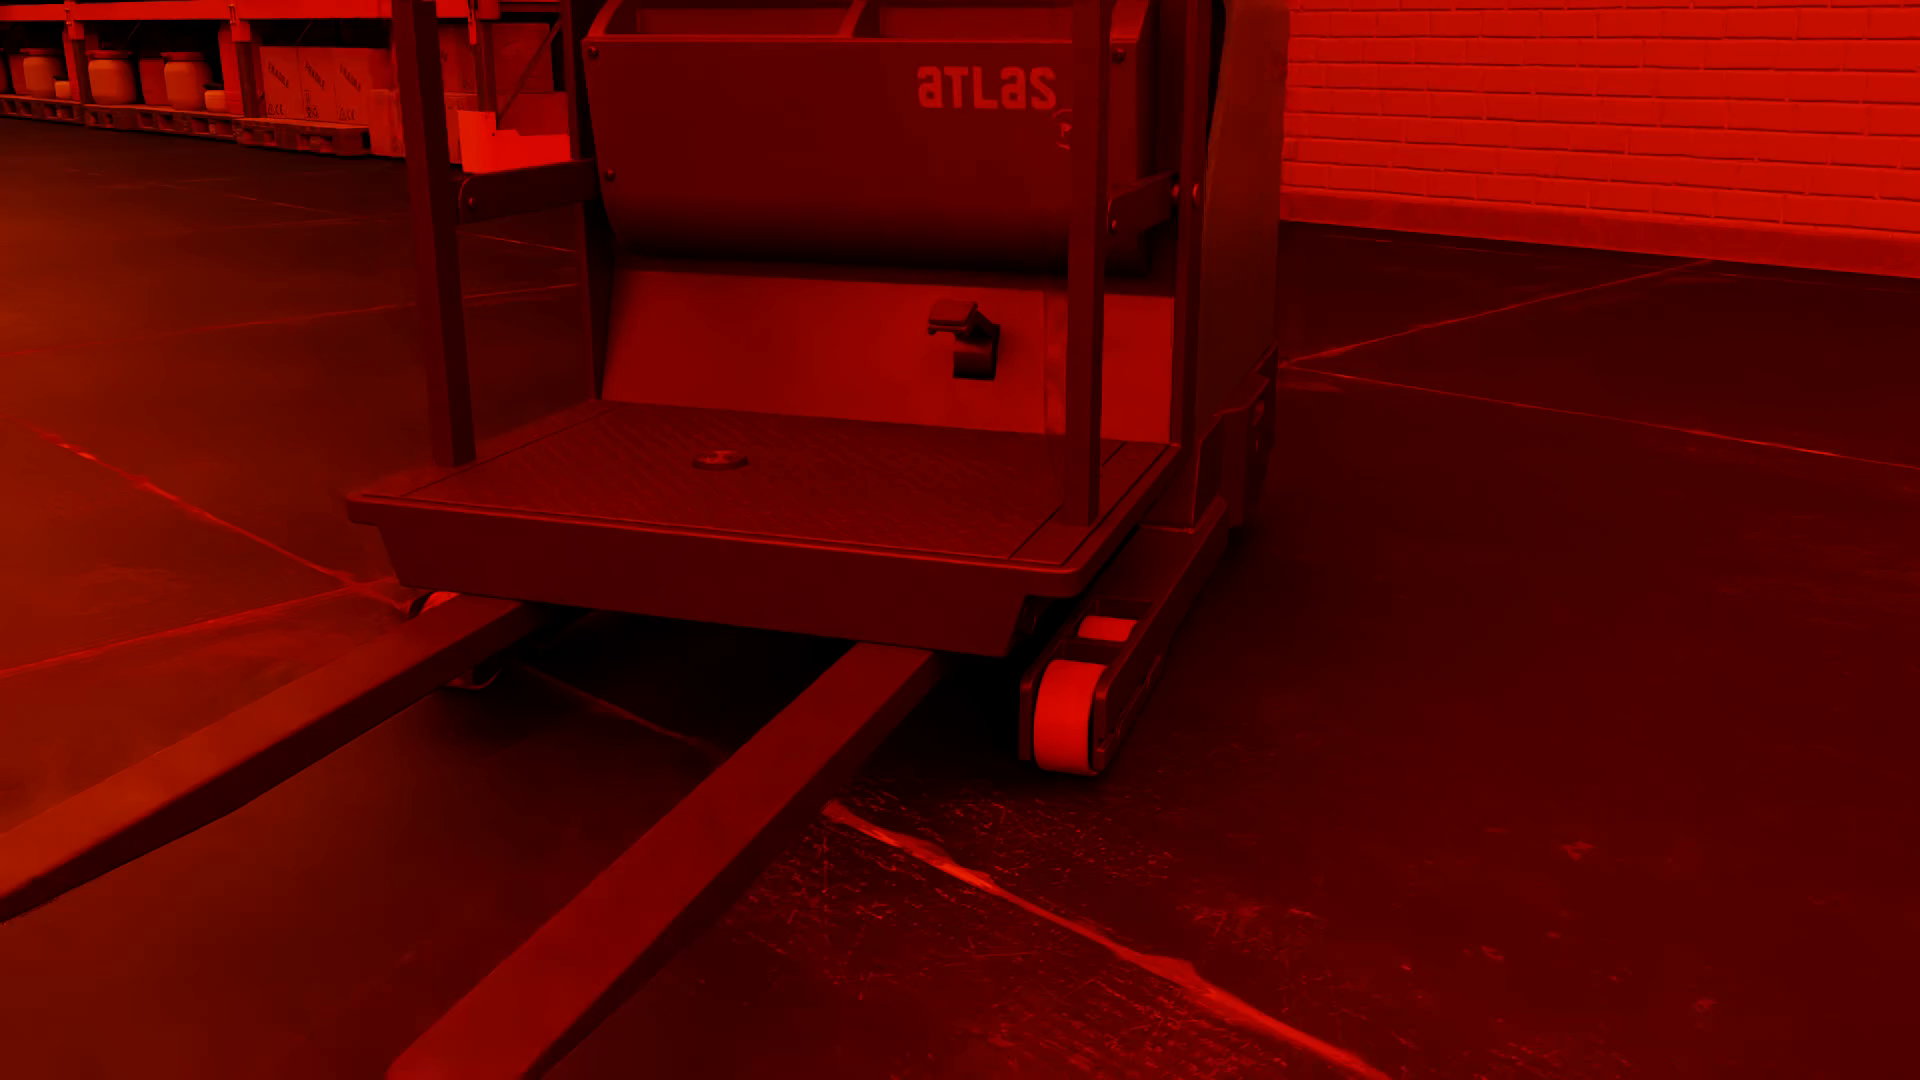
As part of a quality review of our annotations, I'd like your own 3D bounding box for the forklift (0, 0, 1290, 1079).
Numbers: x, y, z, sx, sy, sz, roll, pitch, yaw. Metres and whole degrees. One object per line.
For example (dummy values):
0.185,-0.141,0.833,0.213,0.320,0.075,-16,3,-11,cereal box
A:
-0.222,-1.202,2.318,1.130,2.935,3.031,6,18,18,forklift
